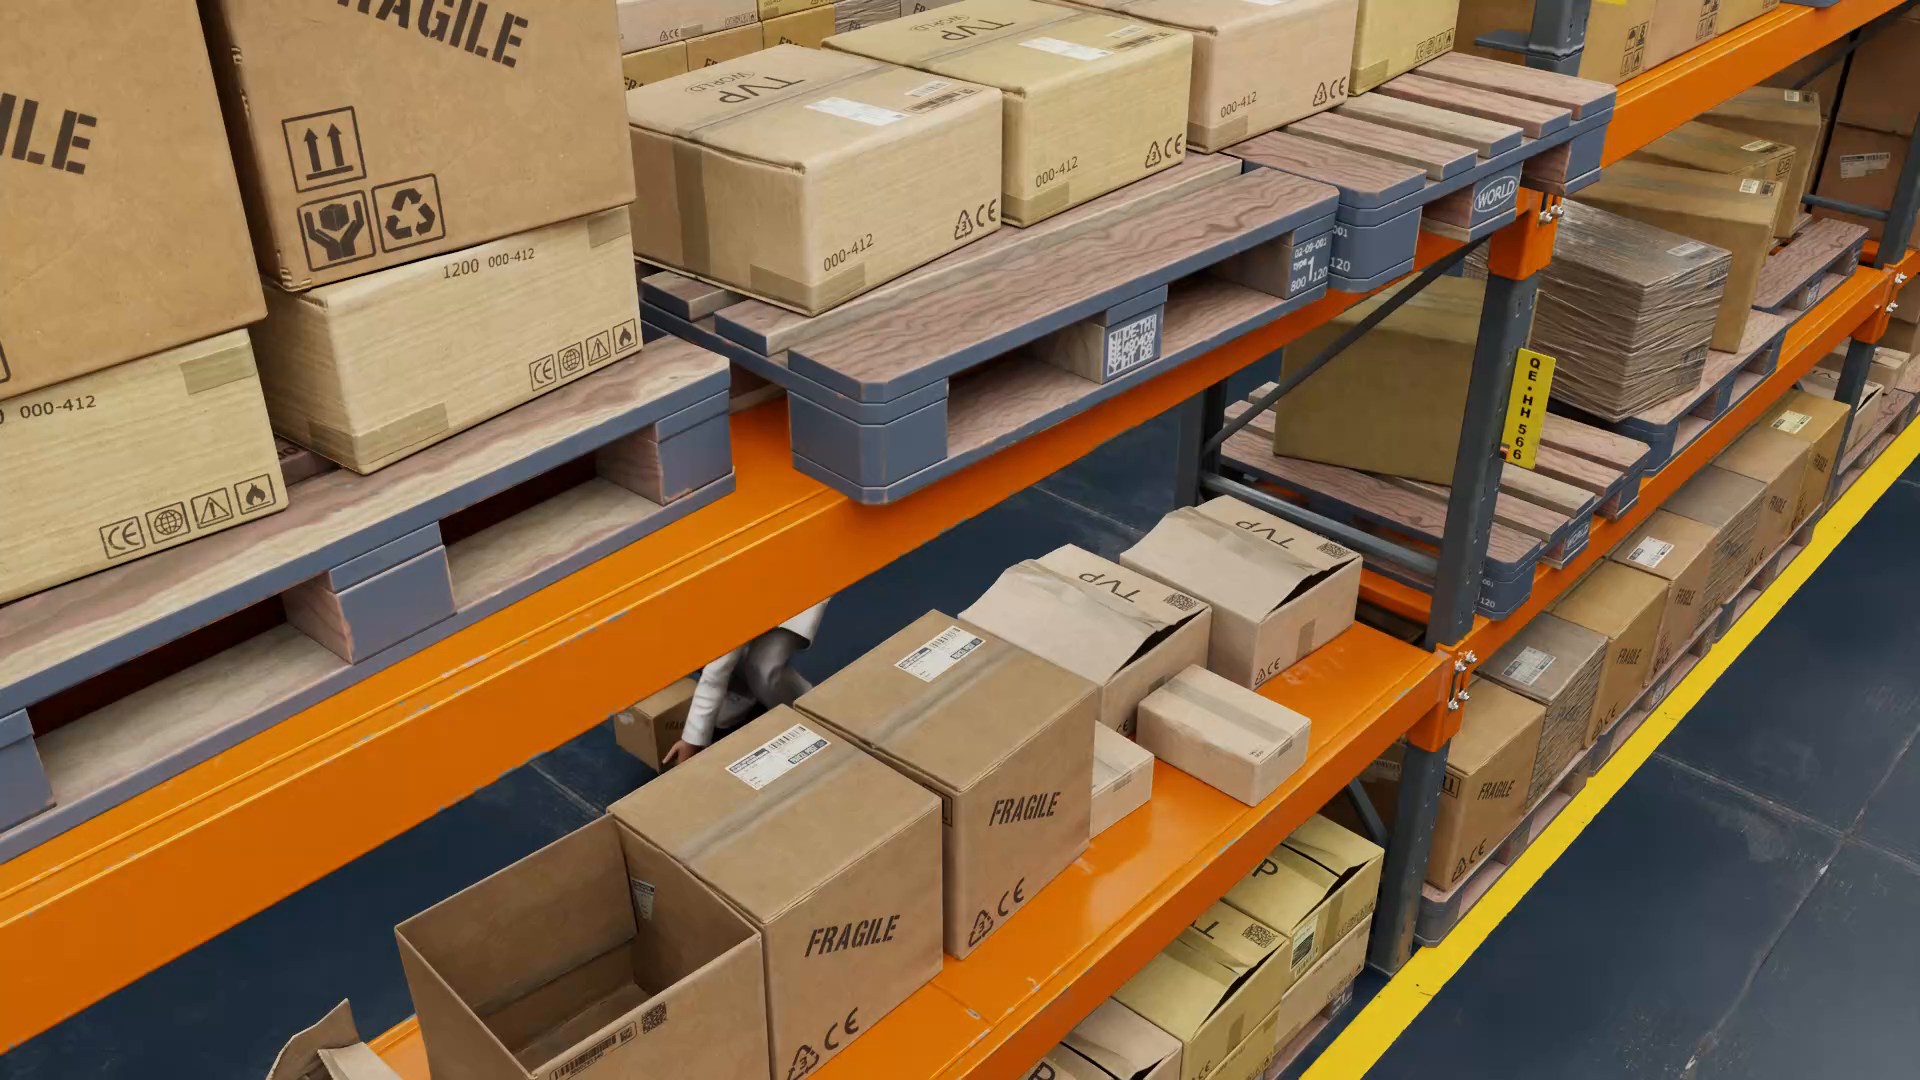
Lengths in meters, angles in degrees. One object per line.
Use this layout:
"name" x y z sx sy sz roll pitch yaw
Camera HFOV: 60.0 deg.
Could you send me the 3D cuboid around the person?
"person" -0.864 0.369 6.277 0.595 1.011 0.943 23 38 33
